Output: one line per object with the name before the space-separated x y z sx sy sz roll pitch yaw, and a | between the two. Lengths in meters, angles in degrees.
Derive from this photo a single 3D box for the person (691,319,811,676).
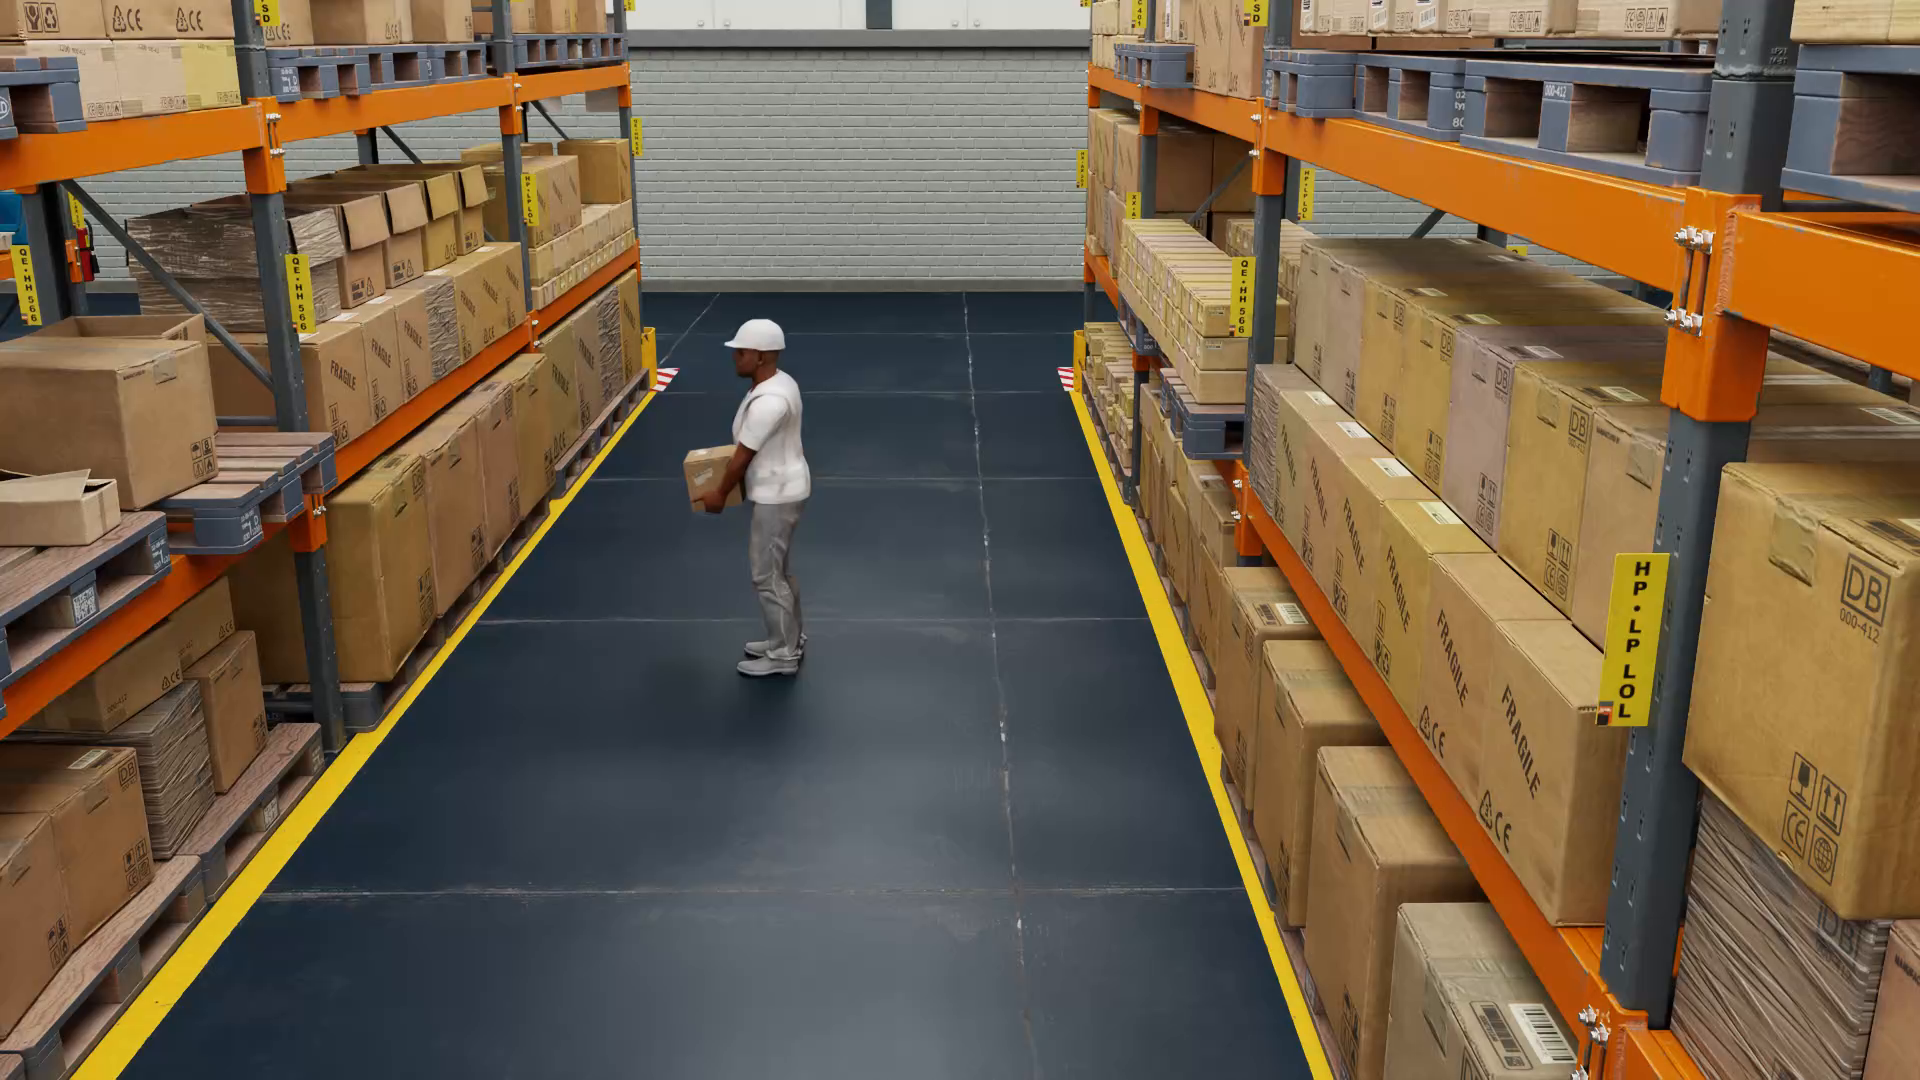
person | -1.023 -0.211 8.201 0.576 1.761 0.505 -1 17 -2
